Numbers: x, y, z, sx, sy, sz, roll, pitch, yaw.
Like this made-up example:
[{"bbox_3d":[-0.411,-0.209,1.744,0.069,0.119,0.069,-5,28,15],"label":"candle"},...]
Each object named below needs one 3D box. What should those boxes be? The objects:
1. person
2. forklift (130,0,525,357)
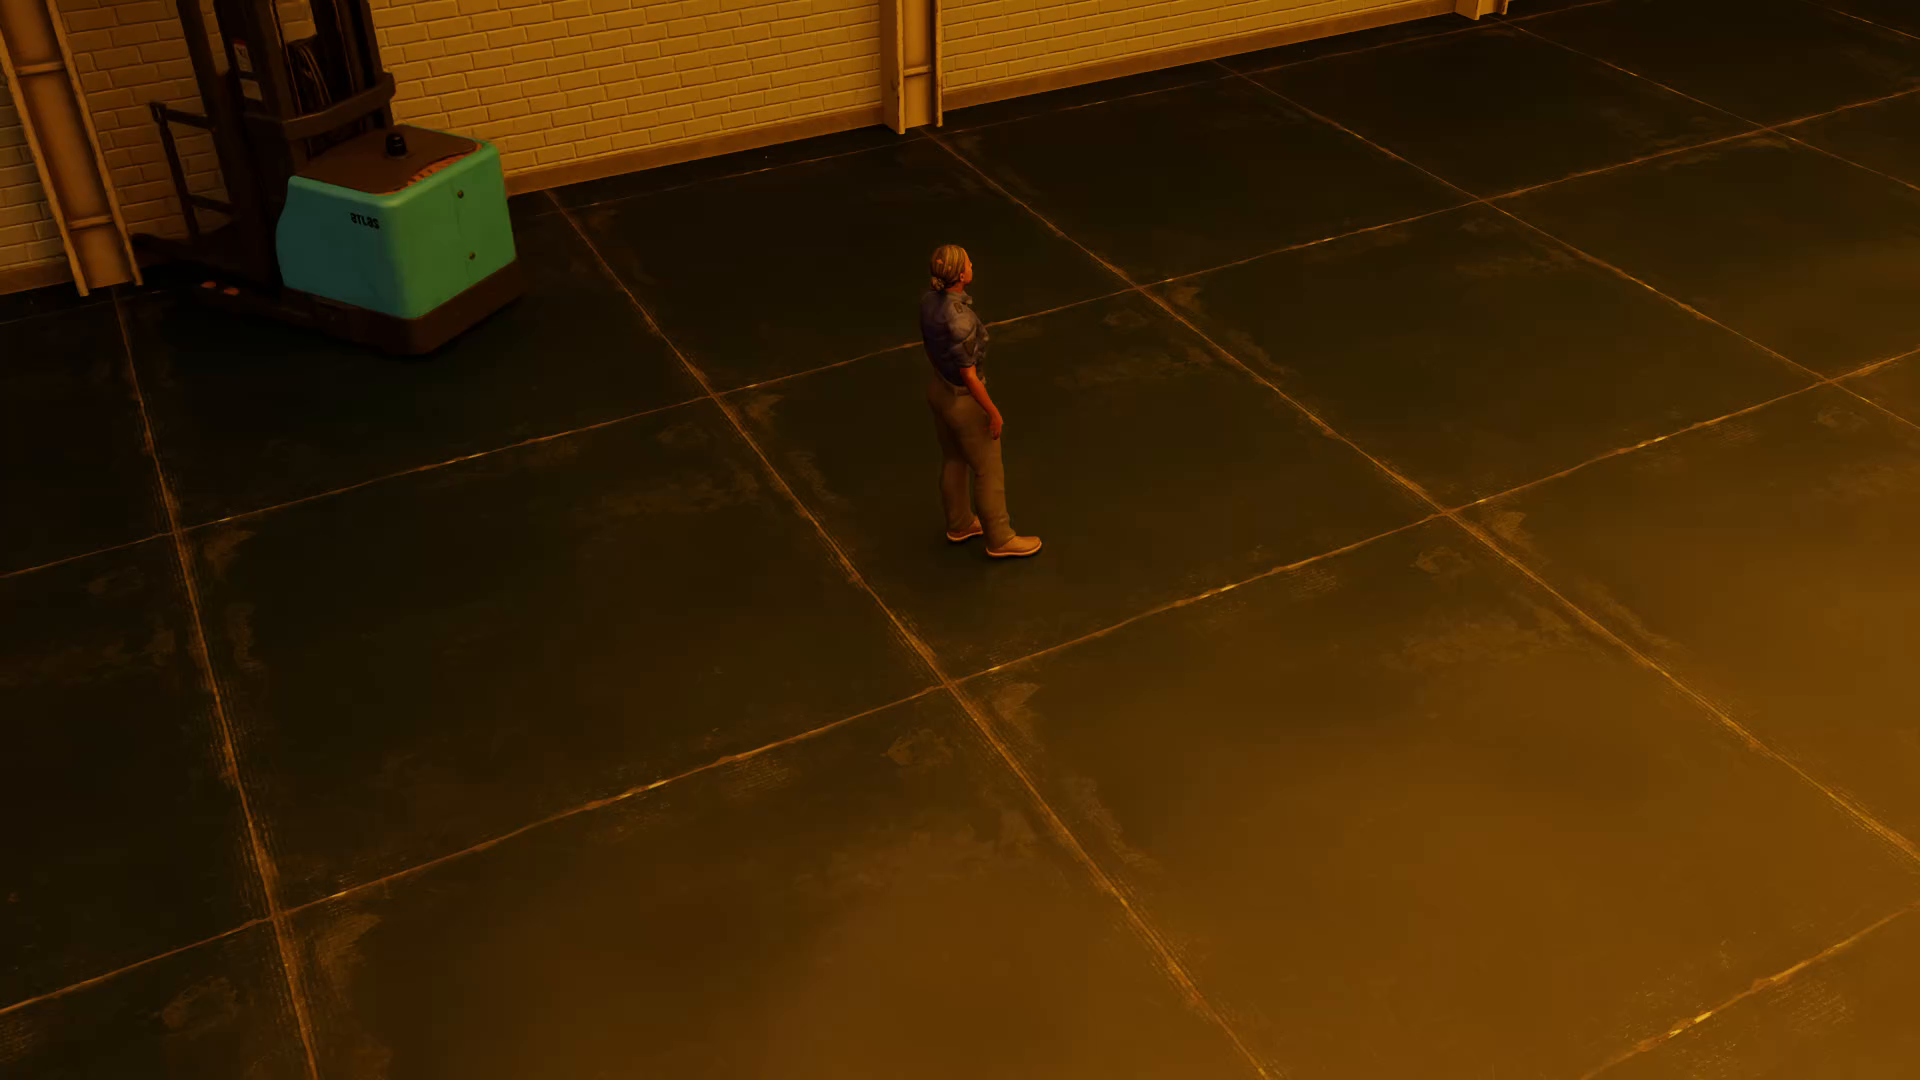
[{"bbox_3d":[0.087,-0.695,8.200,0.504,1.654,0.569,-17,39,-23],"label":"person"},{"bbox_3d":[-4.386,-2.909,10.239,3.031,2.935,1.130,16,38,22],"label":"forklift"}]
